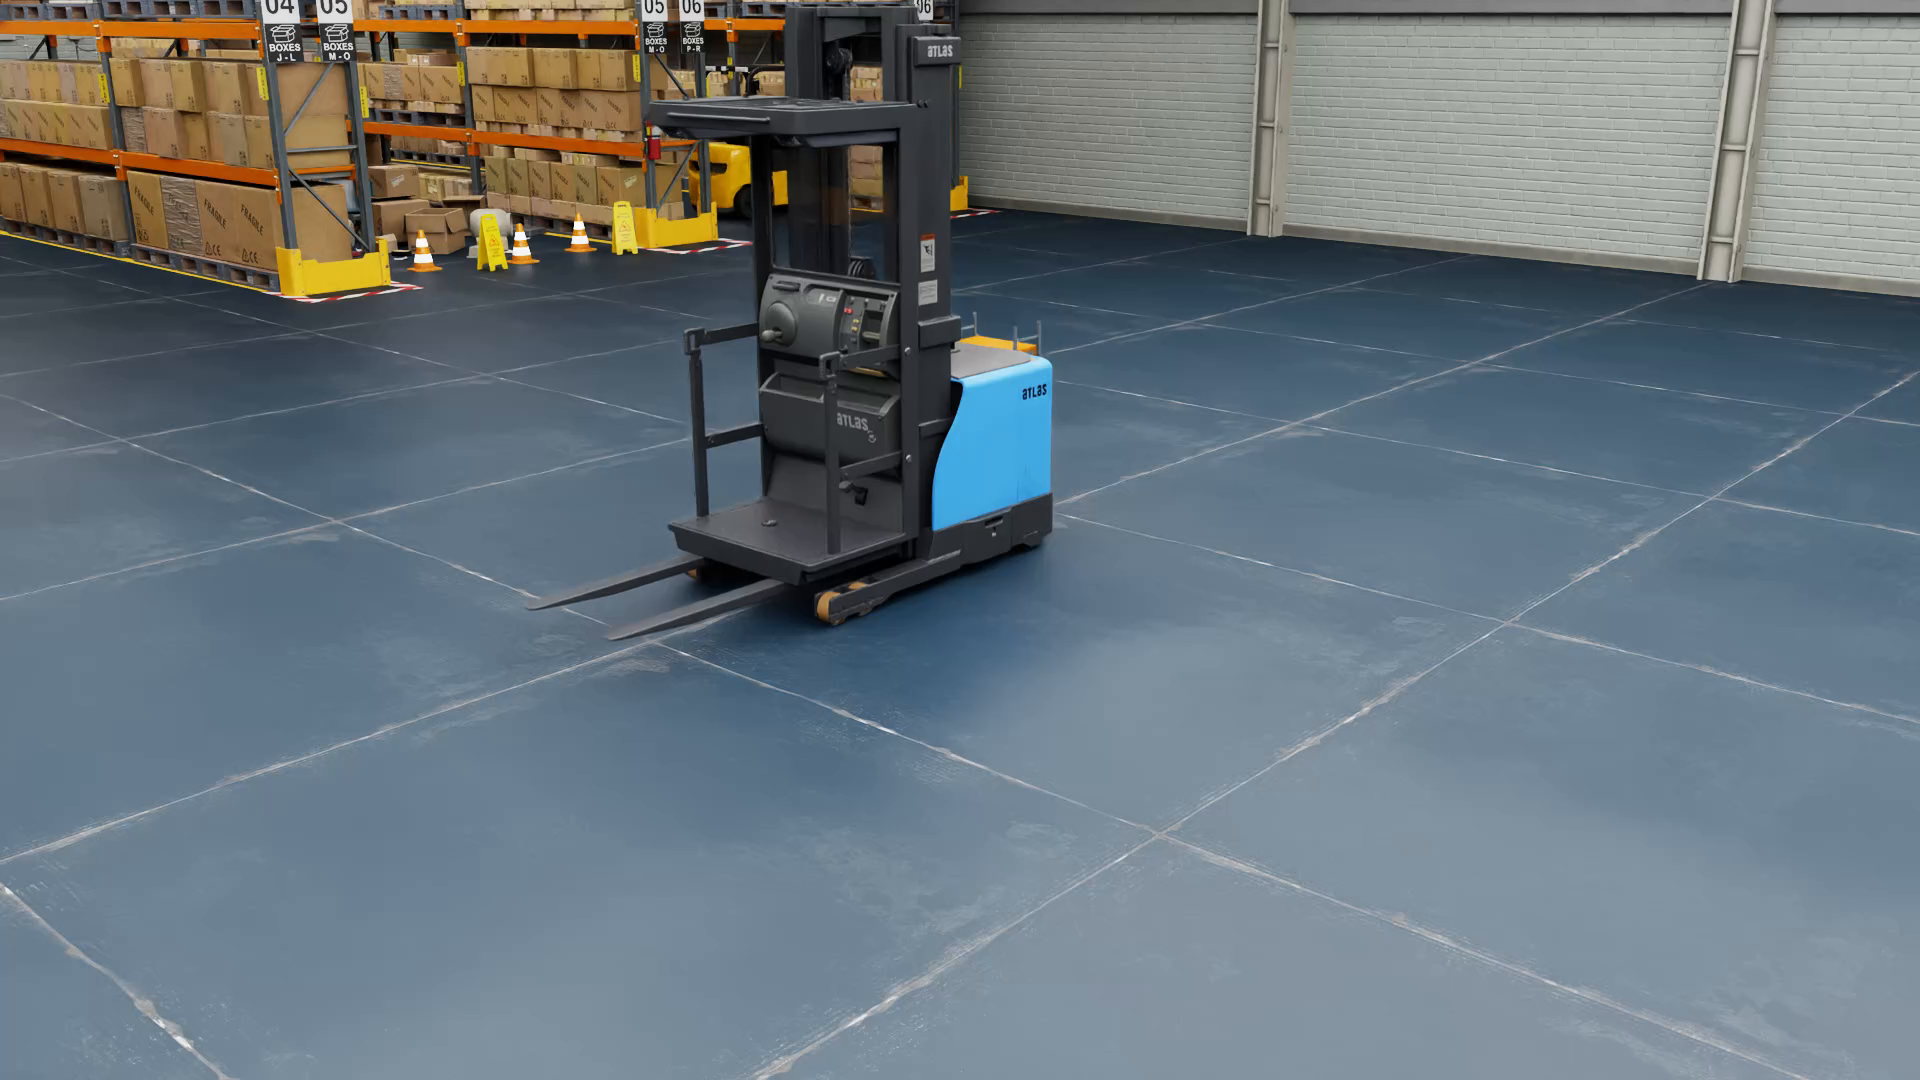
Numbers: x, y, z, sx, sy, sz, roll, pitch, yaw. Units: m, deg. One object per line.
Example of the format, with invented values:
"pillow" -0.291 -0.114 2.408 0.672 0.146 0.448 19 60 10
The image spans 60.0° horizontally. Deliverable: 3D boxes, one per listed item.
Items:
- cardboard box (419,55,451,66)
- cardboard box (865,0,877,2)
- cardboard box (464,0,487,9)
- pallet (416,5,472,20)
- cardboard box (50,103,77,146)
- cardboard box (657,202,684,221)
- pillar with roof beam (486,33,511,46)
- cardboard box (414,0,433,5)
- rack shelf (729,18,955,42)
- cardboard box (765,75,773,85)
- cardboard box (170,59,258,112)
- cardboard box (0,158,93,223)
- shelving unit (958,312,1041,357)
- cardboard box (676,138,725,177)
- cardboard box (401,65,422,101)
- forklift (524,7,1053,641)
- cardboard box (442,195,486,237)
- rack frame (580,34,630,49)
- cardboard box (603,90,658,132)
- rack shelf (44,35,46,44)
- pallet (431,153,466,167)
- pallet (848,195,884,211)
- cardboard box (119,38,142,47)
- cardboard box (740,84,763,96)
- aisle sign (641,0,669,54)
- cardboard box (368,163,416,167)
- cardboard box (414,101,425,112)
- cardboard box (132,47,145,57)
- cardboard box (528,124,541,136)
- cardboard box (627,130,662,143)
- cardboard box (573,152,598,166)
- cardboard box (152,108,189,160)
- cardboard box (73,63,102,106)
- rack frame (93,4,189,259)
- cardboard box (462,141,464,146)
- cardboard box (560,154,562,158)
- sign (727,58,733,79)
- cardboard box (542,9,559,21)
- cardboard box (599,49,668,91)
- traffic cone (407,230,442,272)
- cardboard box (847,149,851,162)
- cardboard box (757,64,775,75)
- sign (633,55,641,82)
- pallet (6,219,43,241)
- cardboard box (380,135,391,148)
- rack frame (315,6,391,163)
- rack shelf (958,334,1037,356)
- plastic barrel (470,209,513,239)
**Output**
"cardboard box" -7.691 -7.026 24.367 0.250 0.149 0.380 14 22 38
"cardboard box" -1.209 -8.126 24.855 0.250 0.149 0.380 14 22 38
"cardboard box" -6.524 -7.500 23.082 0.500 0.250 0.500 14 23 38
"pallet" -7.062 -7.638 24.073 1.003 0.211 1.213 15 23 39
"cardboard box" -11.205 -5.305 21.202 0.500 0.500 0.500 15 23 40
"cardboard box" -4.099 -4.461 22.561 0.500 0.250 0.500 15 23 39
"pillar with roof beam" -12.143 -11.109 29.740 0.400 9.000 9.100 15 23 39
"cardboard box" -7.580 -7.896 24.127 0.500 0.250 0.500 15 23 40
"rack shelf" -1.884 -7.959 25.962 4.000 0.370 1.077 15 23 39
"cardboard box" -2.908 -7.409 26.762 0.250 0.149 0.380 15 23 39
"cardboard box" -8.426 -5.186 18.960 0.500 0.550 0.875 15 23 39
"cardboard box" -12.477 -4.798 22.797 0.750 0.750 1.050 15 23 39
"shelving unit" 0.202 -0.718 9.890 0.503 1.200 0.258 15 23 38
"cardboard box" -4.352 -6.602 28.687 0.625 0.625 0.875 15 23 39
"cardboard box" -7.923 -6.785 24.680 0.500 0.500 0.500 16 24 41
"forklift" -0.819 -1.146 8.379 1.130 2.935 3.031 15 23 39
"cardboard box" -6.773 -4.437 22.761 0.500 0.500 0.500 -3 18 -8
"rack frame" -6.371 -8.077 30.103 0.127 3.000 1.000 15 23 39
"cardboard box" -4.268 -5.583 21.588 0.500 0.500 0.500 15 23 38
"rack shelf" -14.369 -7.301 23.890 4.000 0.370 1.077 15 23 39
"pallet" -9.876 -7.689 33.491 1.213 0.211 1.003 15 23 39
"pallet" -0.987 -5.286 25.917 1.213 0.211 1.003 15 23 39
"cardboard box" -15.203 -9.144 30.576 0.250 0.149 0.380 16 24 41
"cardboard box" -3.221 -7.173 27.090 0.500 0.500 0.500 14 22 38
"aisle sign" -3.826 -6.508 20.861 0.004 0.787 0.394 15 23 39
"cardboard box" -9.247 -5.785 26.531 0.625 0.372 0.950 13 22 36
"cardboard box" -7.835 -6.422 24.610 0.250 0.149 0.380 15 23 40
"cardboard box" -14.695 -8.719 30.308 0.500 0.500 0.500 15 23 39
"cardboard box" -5.698 -5.635 22.825 0.250 0.149 0.380 15 23 40
"cardboard box" -4.101 -5.254 21.623 0.250 0.149 0.380 16 24 41
"cardboard box" -4.957 -5.115 22.308 0.250 0.149 0.380 16 23 40
"cardboard box" -8.845 -4.770 19.434 0.550 0.550 0.875 15 23 39
"cardboard box" -10.643 -5.735 20.906 0.500 0.500 0.700 15 23 38
"rack frame" -9.881 -5.010 20.439 0.127 3.000 1.000 15 23 39
"cardboard box" -9.700 -7.985 33.563 0.500 0.311 0.500 16 24 41
"cardboard box" -5.669 -5.237 23.767 0.500 0.500 0.500 16 23 40
"sign" -3.732 -7.663 27.016 0.005 0.325 0.100 15 23 39
"cardboard box" -5.310 -6.963 22.051 0.250 0.149 0.380 15 23 39
"cardboard box" -4.207 -6.066 21.457 0.500 0.500 0.700 14 23 38
"traffic cone" -6.344 -3.425 19.640 0.334 0.463 0.336 15 23 39
"cardboard box" -1.709 -6.059 25.943 0.500 0.250 0.500 15 23 40
"cardboard box" -3.071 -7.613 26.912 0.250 0.149 0.380 15 23 40
"sign" -4.063 -5.928 20.895 0.005 0.325 0.100 15 23 39
"pallet" -12.334 -4.308 22.839 1.213 0.211 1.003 15 23 39
"cardboard box" -11.960 -8.549 35.024 0.637 0.503 0.797 14 22 37
"rack frame" -9.663 -6.953 26.562 0.127 3.000 1.000 15 23 39
"rack shelf" 0.202 -1.092 9.771 0.480 0.148 0.258 15 23 38
"plastic barrel" -6.229 -4.191 22.118 0.512 0.421 0.421 -3 18 -8
